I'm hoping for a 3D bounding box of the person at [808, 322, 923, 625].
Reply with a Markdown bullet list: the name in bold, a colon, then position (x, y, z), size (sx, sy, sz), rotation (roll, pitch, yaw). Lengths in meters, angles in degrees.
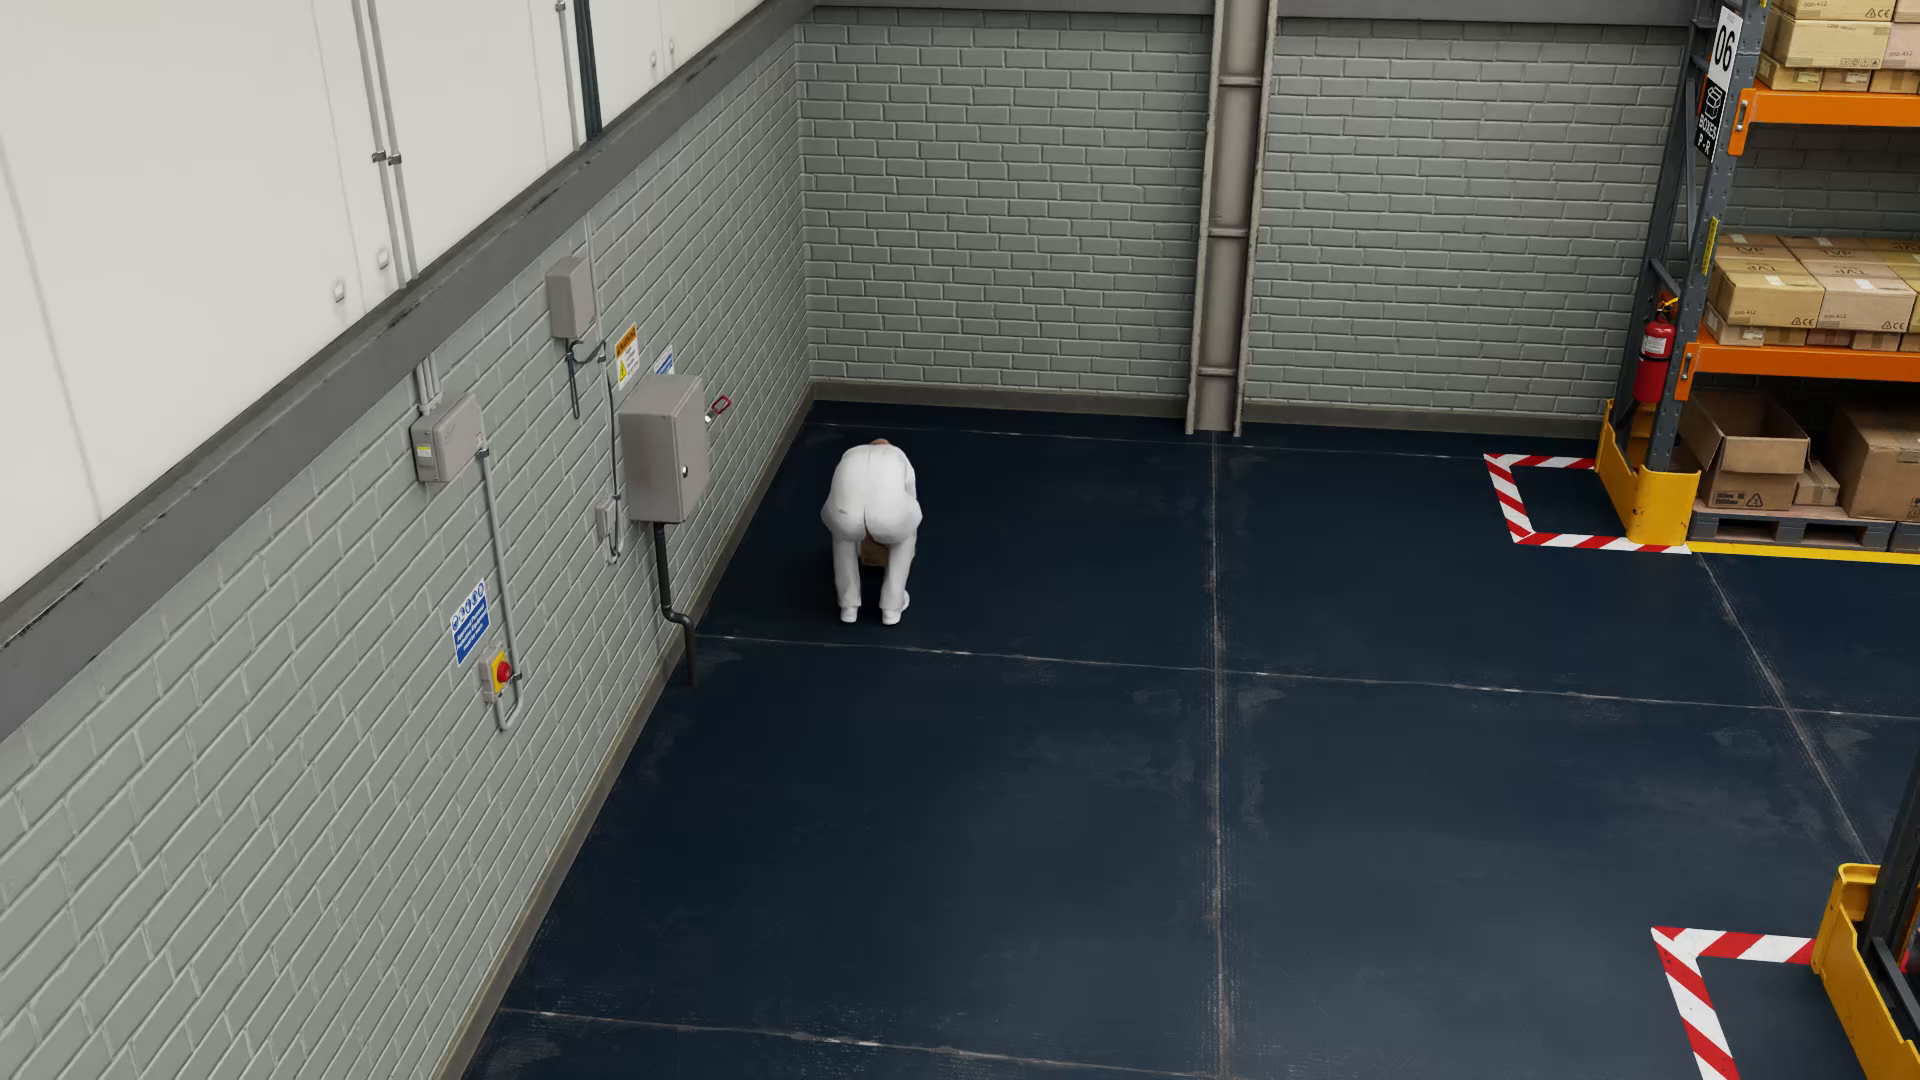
- **person**: position (-0.526, -0.307, 9.344), size (0.643, 1.653, 0.432), rotation (2, 28, 4)
